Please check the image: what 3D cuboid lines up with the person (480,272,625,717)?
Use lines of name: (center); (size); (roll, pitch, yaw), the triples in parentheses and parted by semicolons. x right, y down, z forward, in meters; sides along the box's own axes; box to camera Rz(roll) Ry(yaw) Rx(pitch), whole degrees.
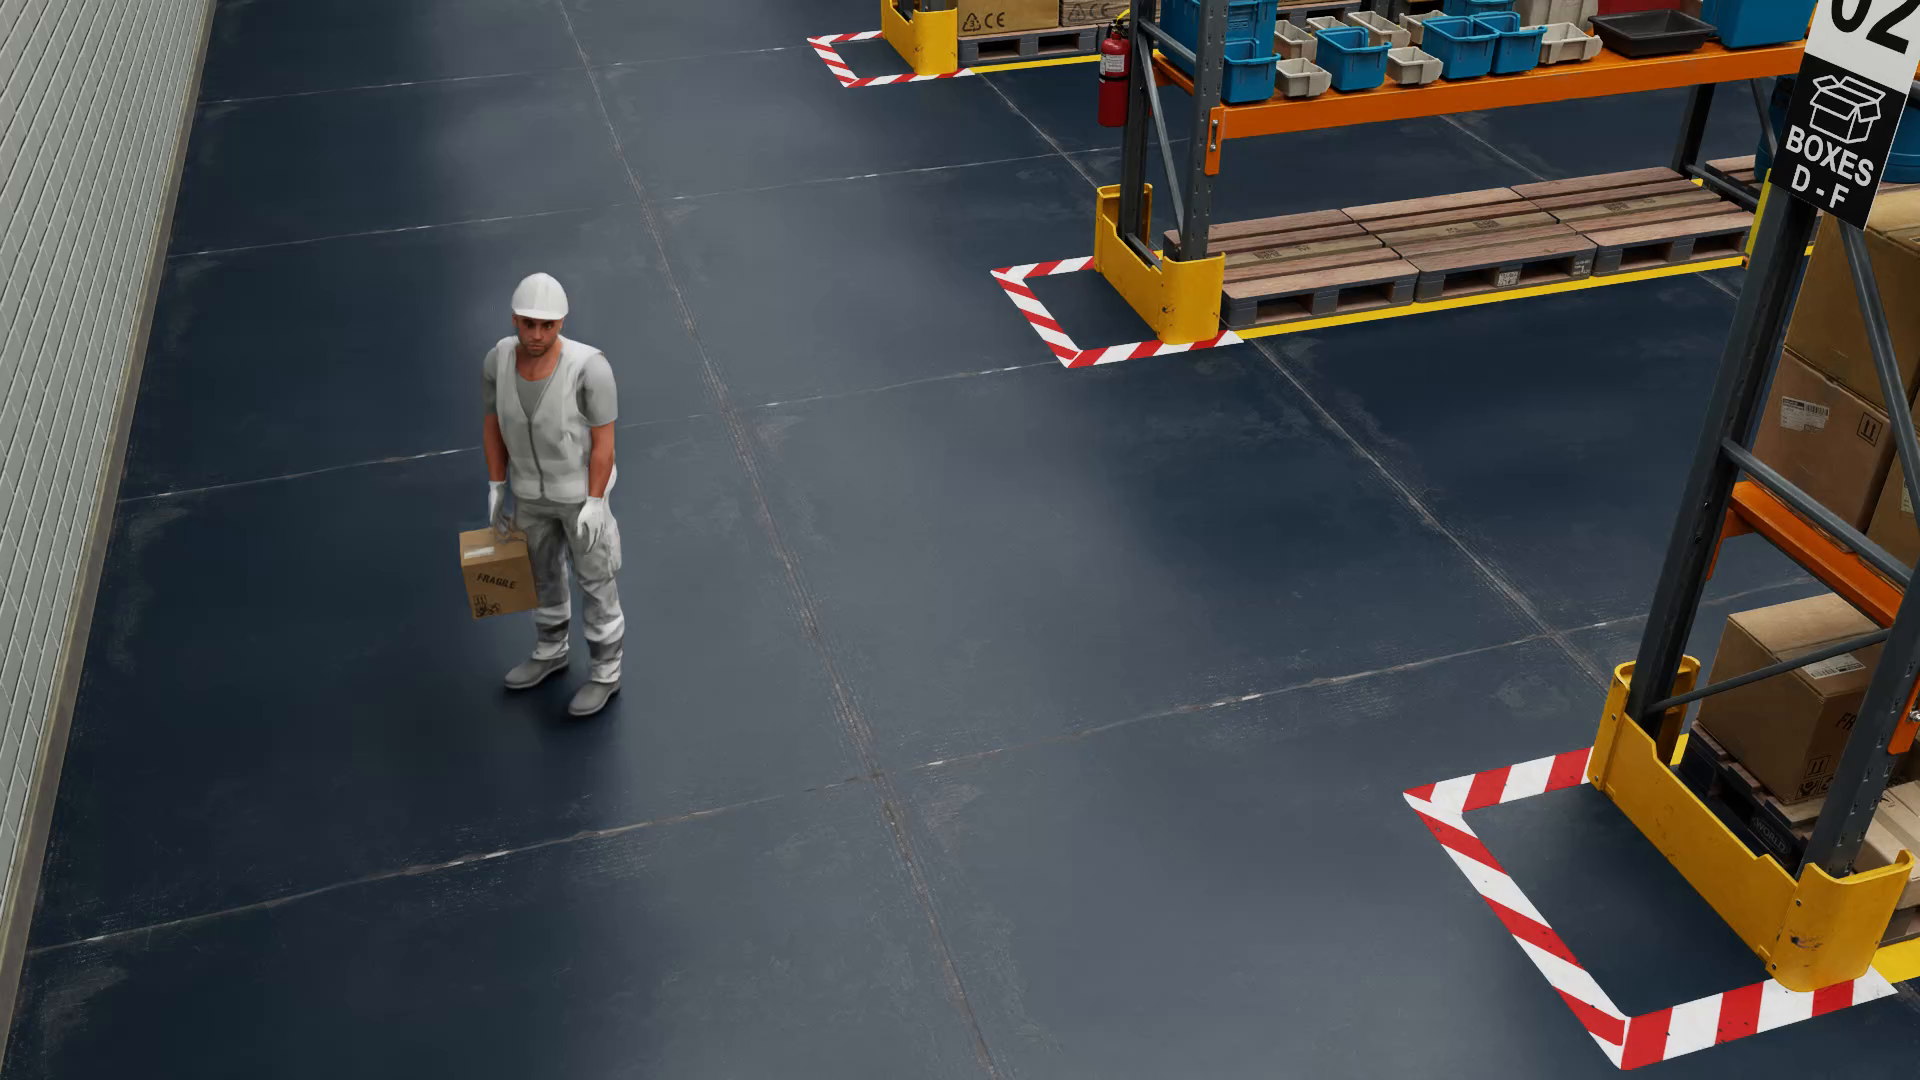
person: (-1.568, -0.149, 6.299); (0.578, 1.797, 0.465); (9, 35, 13)
